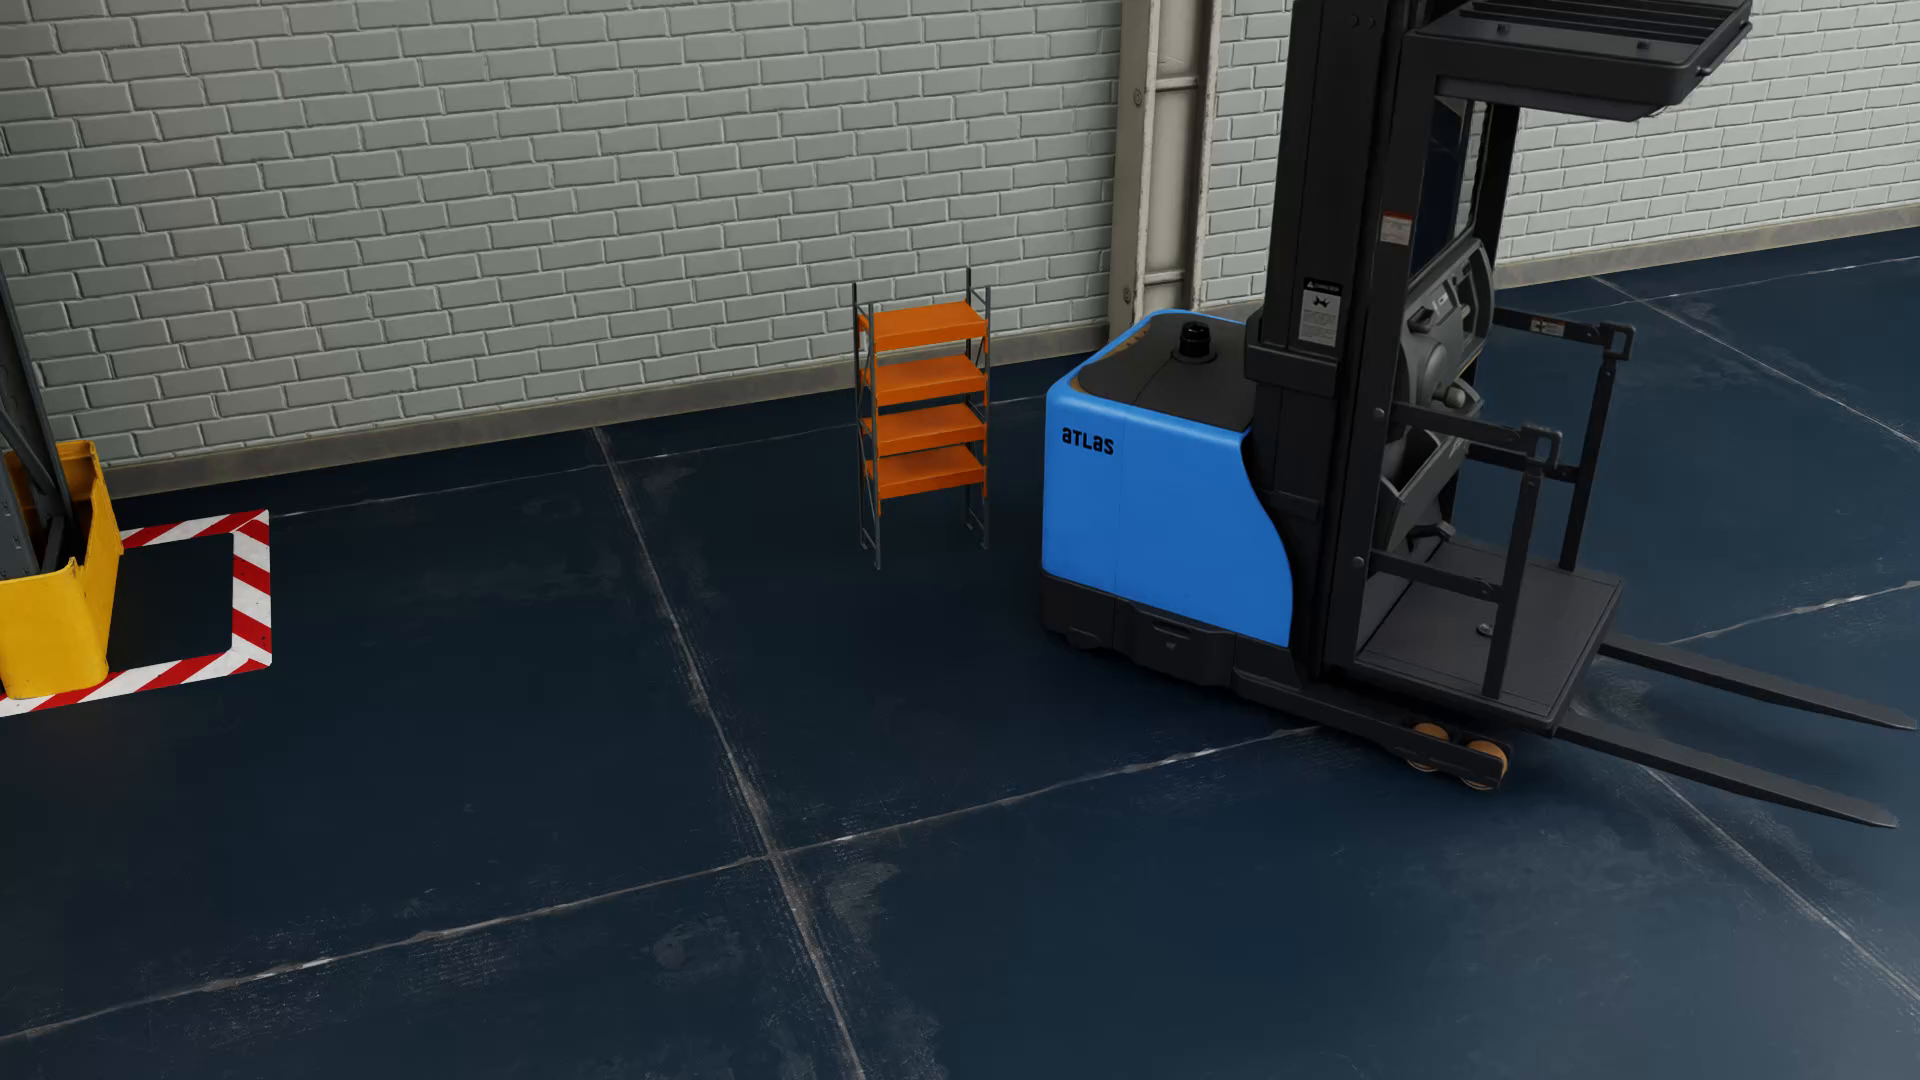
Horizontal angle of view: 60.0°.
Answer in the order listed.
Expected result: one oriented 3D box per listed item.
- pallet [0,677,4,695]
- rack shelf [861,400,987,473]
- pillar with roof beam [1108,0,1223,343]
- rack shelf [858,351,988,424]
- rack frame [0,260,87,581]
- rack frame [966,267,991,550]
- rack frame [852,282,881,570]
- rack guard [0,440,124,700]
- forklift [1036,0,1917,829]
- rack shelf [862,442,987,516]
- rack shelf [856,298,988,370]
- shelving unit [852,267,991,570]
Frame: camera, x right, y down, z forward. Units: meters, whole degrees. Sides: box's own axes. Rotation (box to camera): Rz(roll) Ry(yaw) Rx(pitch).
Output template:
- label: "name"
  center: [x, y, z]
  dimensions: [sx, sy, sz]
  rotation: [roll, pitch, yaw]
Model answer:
- label: "pallet"
  center: [-4.320, 0.370, 6.387]
  dimensions: [1.213, 0.211, 1.003]
  rotation: [-10, 31, -18]
- label: "rack shelf"
  center: [-0.155, -0.434, 6.936]
  dimensions: [0.480, 0.148, 0.258]
  rotation: [-10, 31, -18]
- label: "pillar with roof beam"
  center: [2.540, -2.936, 3.312]
  dimensions: [0.400, 9.000, 9.100]
  rotation: [-10, 31, -18]
- label: "rack shelf"
  center: [-0.155, -0.629, 6.825]
  dimensions: [0.480, 0.148, 0.258]
  rotation: [-10, 31, -18]
- label: "rack frame"
  center: [-3.617, -0.993, 5.962]
  dimensions: [0.127, 3.000, 1.000]
  rotation: [-10, 31, -18]
- label: "rack frame"
  center: [0.074, -0.535, 6.977]
  dimensions: [0.015, 1.200, 0.240]
  rotation: [-10, 31, -18]
- label: "rack frame"
  center: [-0.384, -0.451, 6.829]
  dimensions: [0.015, 1.200, 0.240]
  rotation: [-10, 31, -18]
- label: "rack guard"
  center: [-3.595, 0.089, 6.588]
  dimensions: [0.348, 0.500, 1.175]
  rotation: [-10, 31, -18]
- label: "forklift"
  center: [1.824, -0.713, 5.540]
  dimensions: [3.031, 2.935, 1.130]
  rotation: [17, 34, 27]
- label: "rack shelf"
  center: [-0.155, -0.262, 7.034]
  dimensions: [0.480, 0.148, 0.258]
  rotation: [-10, 31, -18]
- label: "rack shelf"
  center: [-0.155, -0.834, 6.708]
  dimensions: [0.480, 0.148, 0.258]
  rotation: [-10, 31, -18]
- label: "shelving unit"
  center: [-0.155, -0.493, 6.903]
  dimensions: [0.503, 1.200, 0.258]
  rotation: [-10, 31, -18]
